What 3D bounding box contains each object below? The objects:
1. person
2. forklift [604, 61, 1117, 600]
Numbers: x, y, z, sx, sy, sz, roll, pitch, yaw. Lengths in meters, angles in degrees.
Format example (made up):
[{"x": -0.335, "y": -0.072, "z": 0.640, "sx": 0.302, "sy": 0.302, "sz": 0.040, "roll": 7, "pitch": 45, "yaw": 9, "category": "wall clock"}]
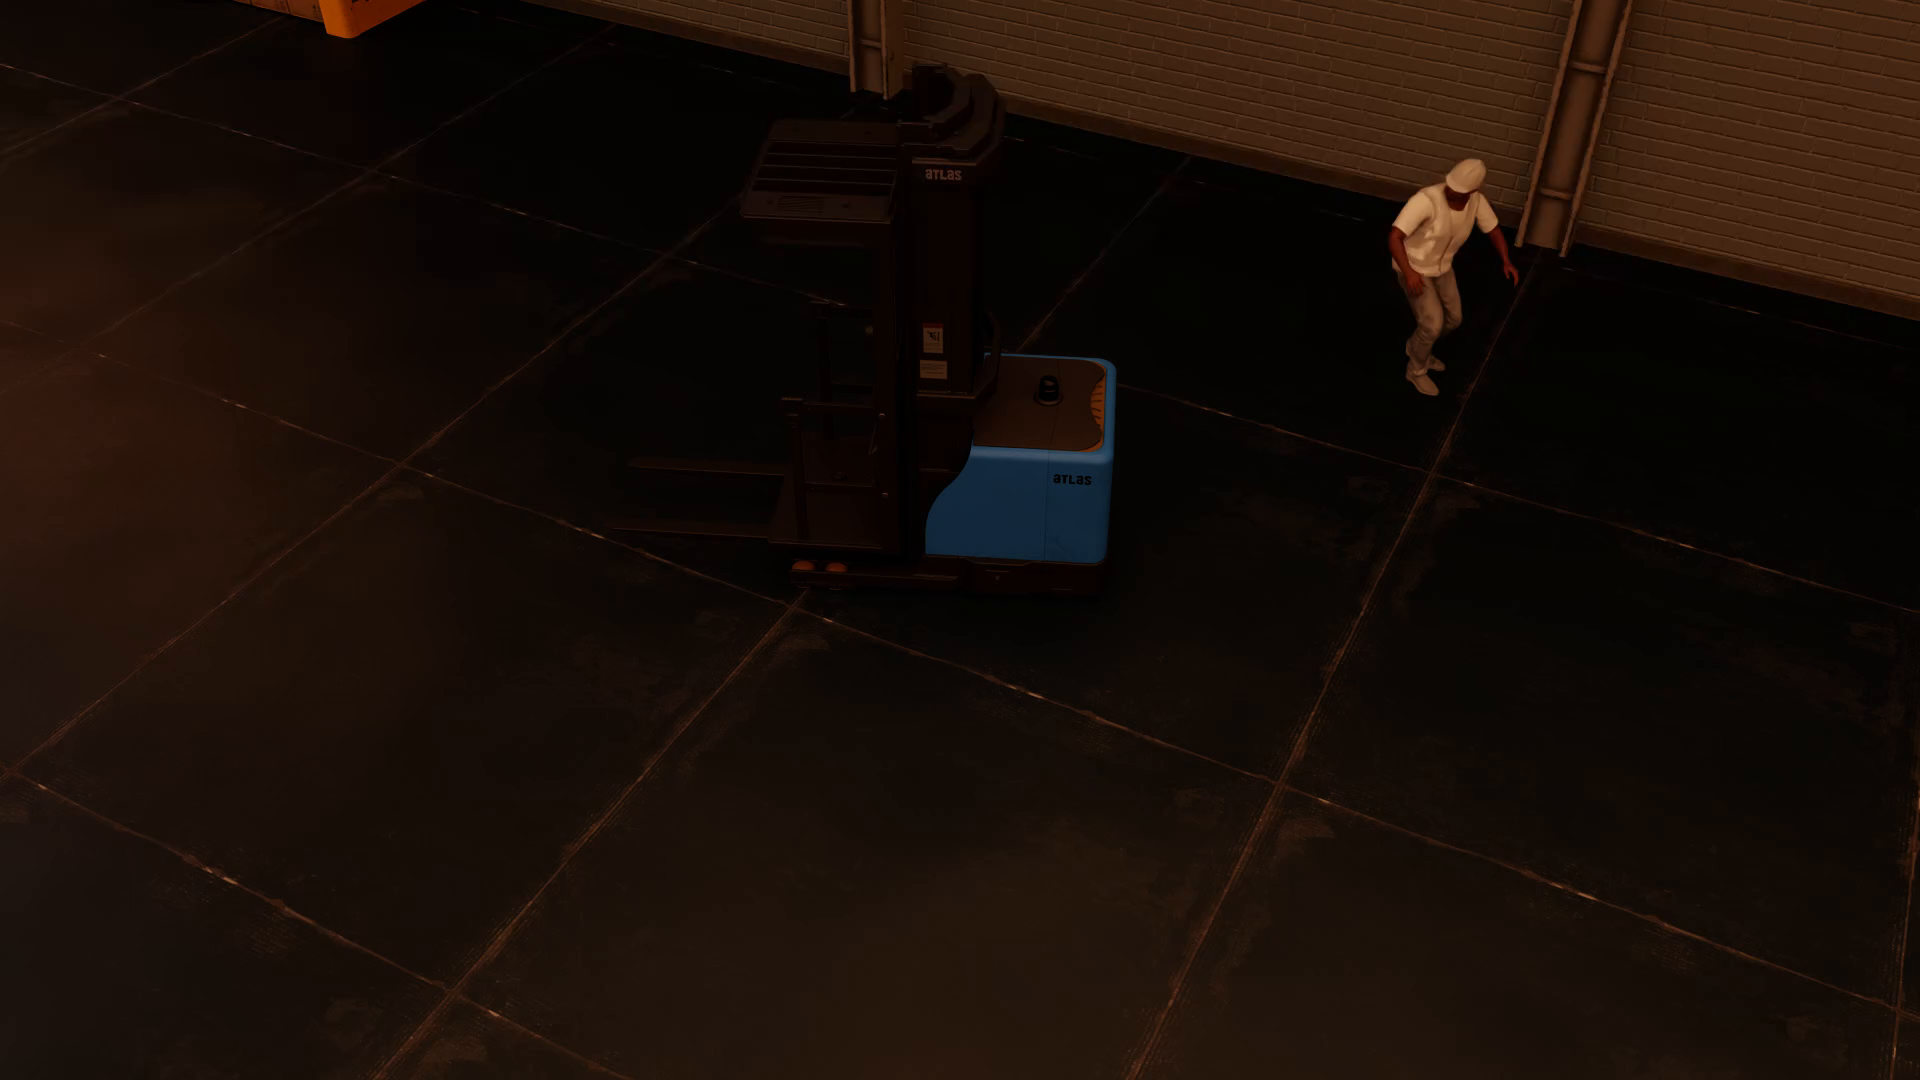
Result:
[{"x": 3.240, "y": -1.741, "z": 11.041, "sx": 0.832, "sy": 1.694, "sz": 0.707, "roll": -23, "pitch": 45, "yaw": -25, "category": "person"}, {"x": -0.606, "y": -1.157, "z": 9.360, "sx": 3.031, "sy": 2.935, "sz": 1.130, "roll": 3, "pitch": 40, "yaw": 4, "category": "forklift"}]
